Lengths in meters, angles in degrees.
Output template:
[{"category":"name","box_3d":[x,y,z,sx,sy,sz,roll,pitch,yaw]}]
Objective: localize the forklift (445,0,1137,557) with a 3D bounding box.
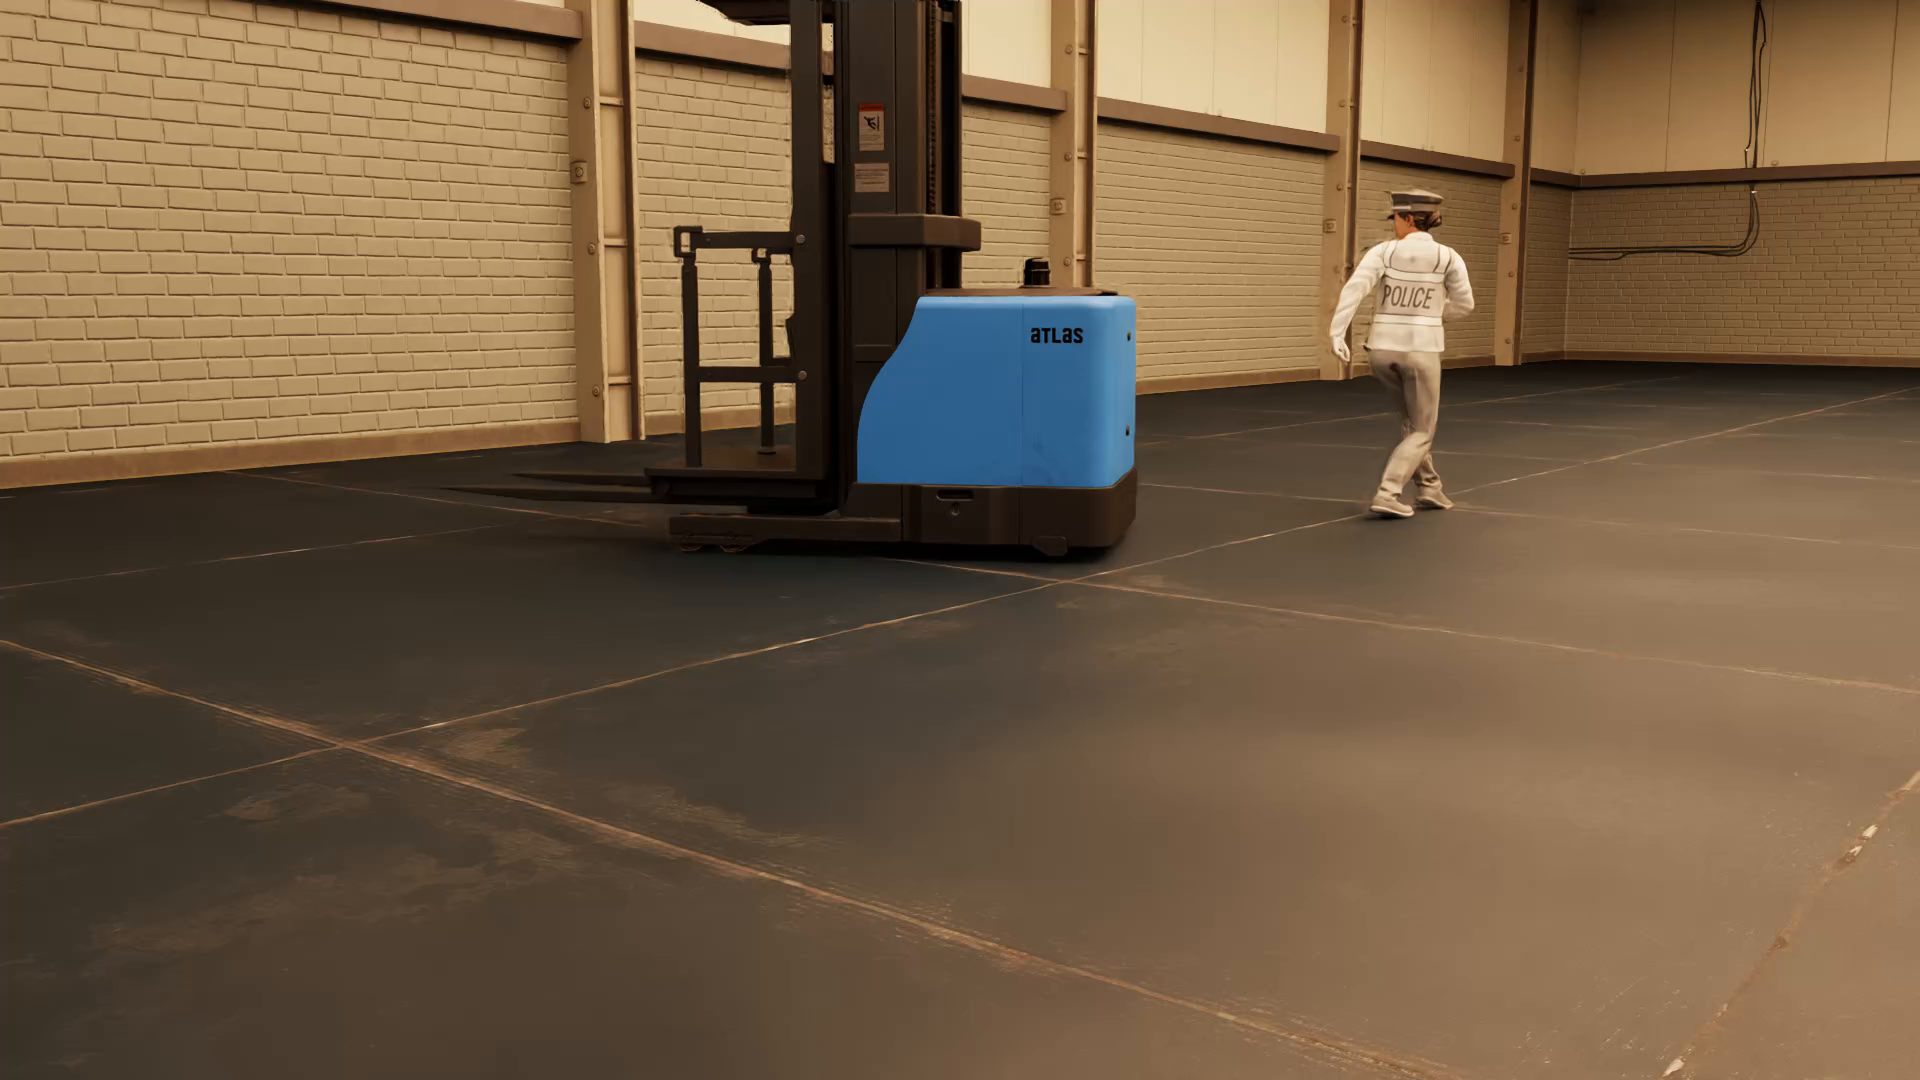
[{"category":"forklift","box_3d":[-0.764,-1.466,7.298,3.031,2.935,1.130,2,9,12]}]

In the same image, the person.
[{"category":"person","box_3d":[2.221,-0.906,8.211,0.513,1.617,0.887,7,11,38]}]
